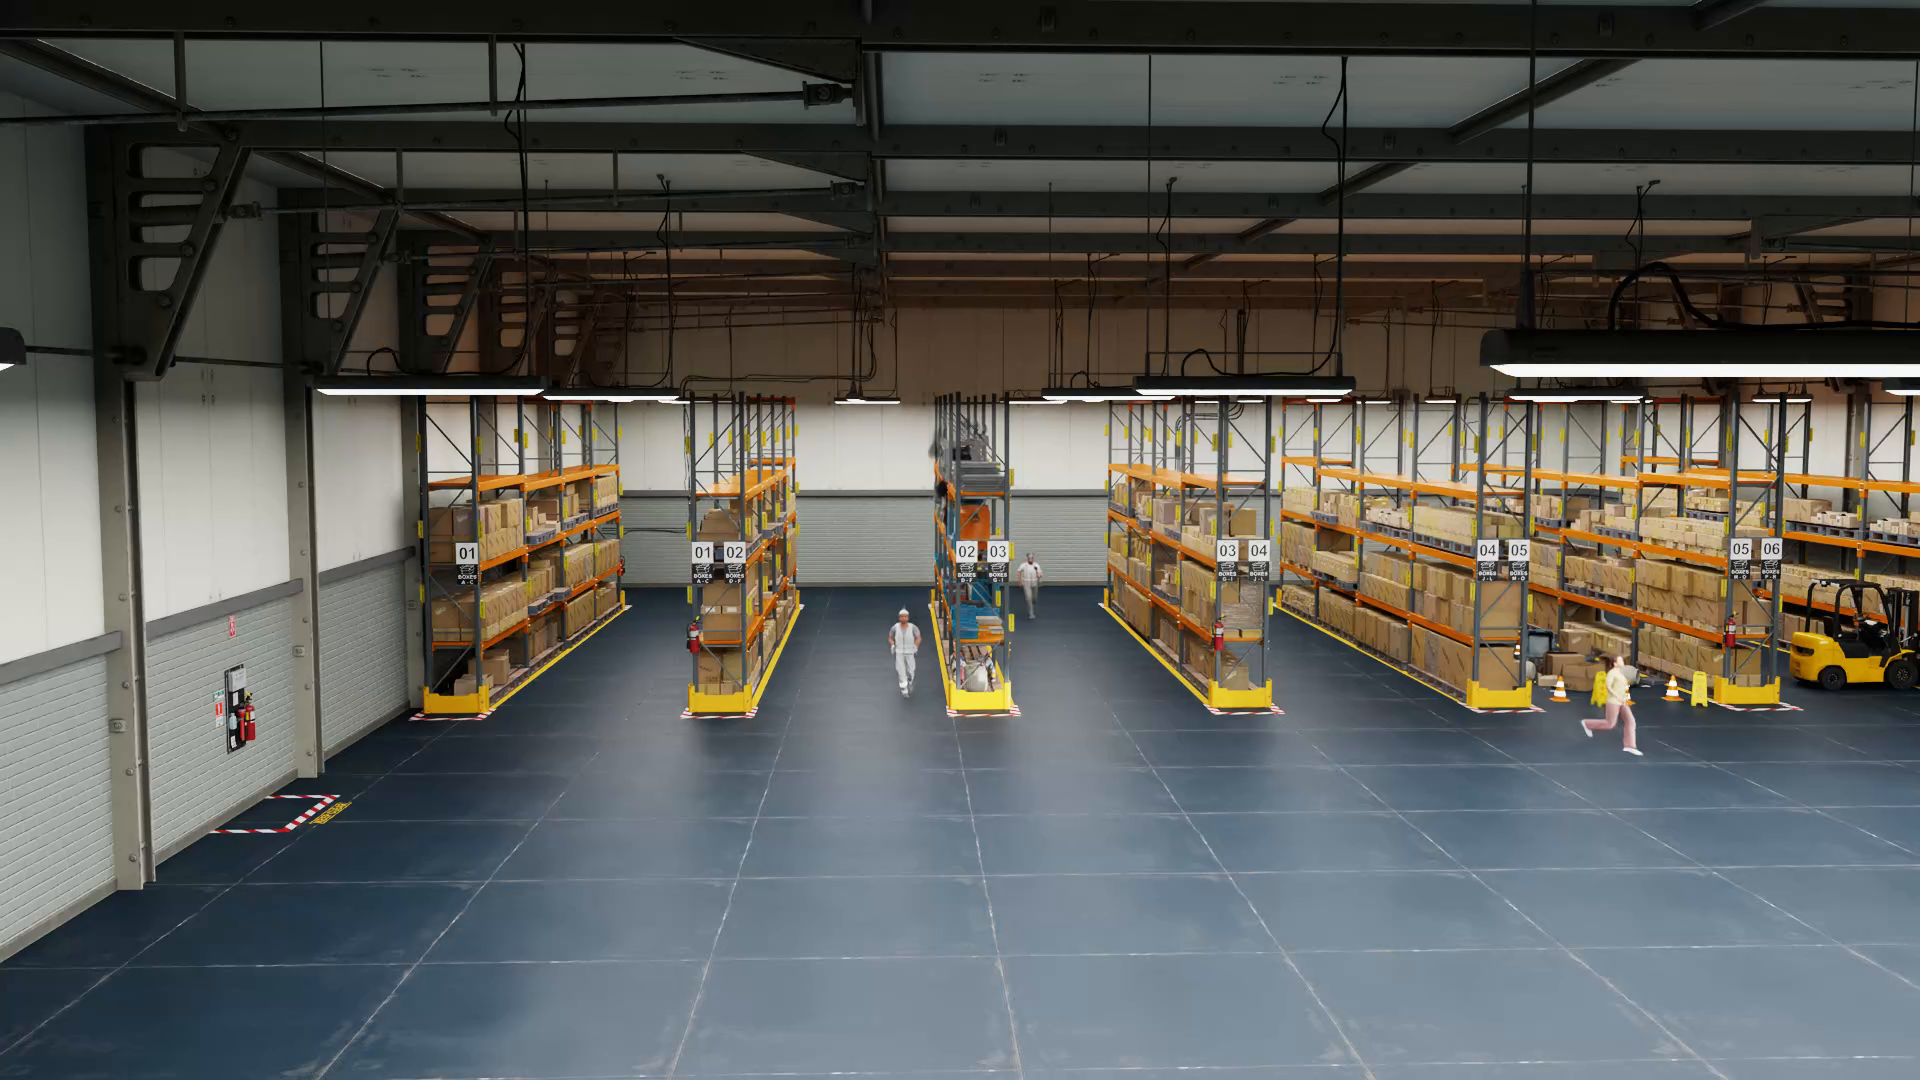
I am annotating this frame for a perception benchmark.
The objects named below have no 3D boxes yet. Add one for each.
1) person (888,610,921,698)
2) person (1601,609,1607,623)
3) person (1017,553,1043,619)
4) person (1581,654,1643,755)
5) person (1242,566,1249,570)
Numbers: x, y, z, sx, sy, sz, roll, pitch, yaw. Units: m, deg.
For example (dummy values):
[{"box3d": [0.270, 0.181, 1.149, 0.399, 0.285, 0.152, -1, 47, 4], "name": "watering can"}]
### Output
[{"box3d": [-1.091, 2.233, 32.686, 0.636, 1.741, 0.586, 0, 5, 0], "name": "person"}, {"box3d": [16.191, 1.439, 42.053, 0.697, 1.783, 1.044, 0, 5, -5], "name": "person"}, {"box3d": [1.907, 1.214, 45.099, 0.665, 1.755, 0.939, -1, 5, -12], "name": "person"}, {"box3d": [10.863, 2.719, 27.653, 0.994, 1.642, 0.561, 4, 6, 44], "name": "person"}, {"box3d": [8.190, 1.167, 47.764, 0.533, 1.528, 0.650, 2, 5, 25], "name": "person"}]
